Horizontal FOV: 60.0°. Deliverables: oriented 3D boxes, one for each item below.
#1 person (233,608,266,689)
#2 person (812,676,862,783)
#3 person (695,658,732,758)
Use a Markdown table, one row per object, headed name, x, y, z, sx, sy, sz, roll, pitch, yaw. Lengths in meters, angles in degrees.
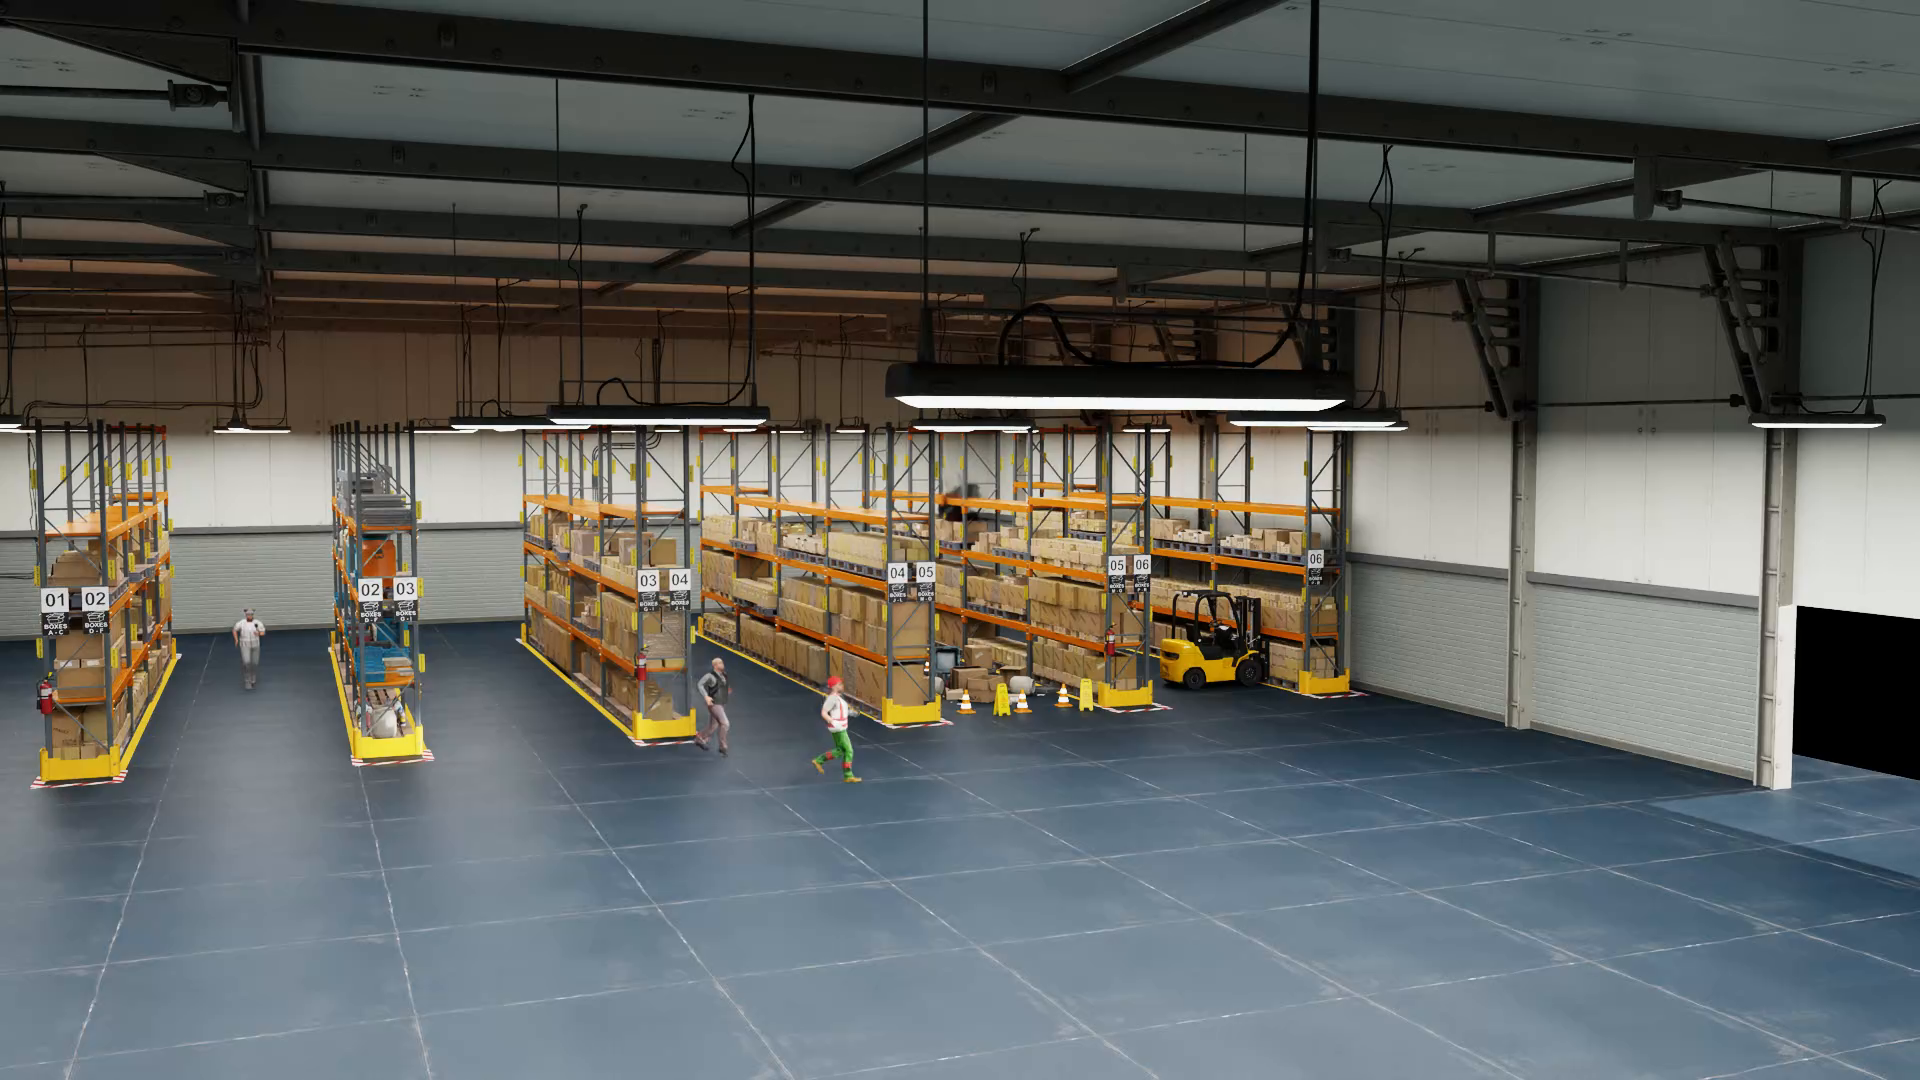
| name | x | y | z | sx | sy | sz | roll | pitch | yaw |
| --- | --- | --- | --- | --- | --- | --- | --- | --- | --- |
| person | -16.209 | 2.458 | 37.985 | 0.642 | 1.834 | 0.824 | -2 | 4 | -33 |
| person | -2.048 | 3.126 | 27.469 | 0.868 | 1.760 | 0.669 | 0 | 4 | 7 |
| person | -4.398 | 2.998 | 29.888 | 0.792 | 1.776 | 0.654 | 1 | 4 | 17 |
